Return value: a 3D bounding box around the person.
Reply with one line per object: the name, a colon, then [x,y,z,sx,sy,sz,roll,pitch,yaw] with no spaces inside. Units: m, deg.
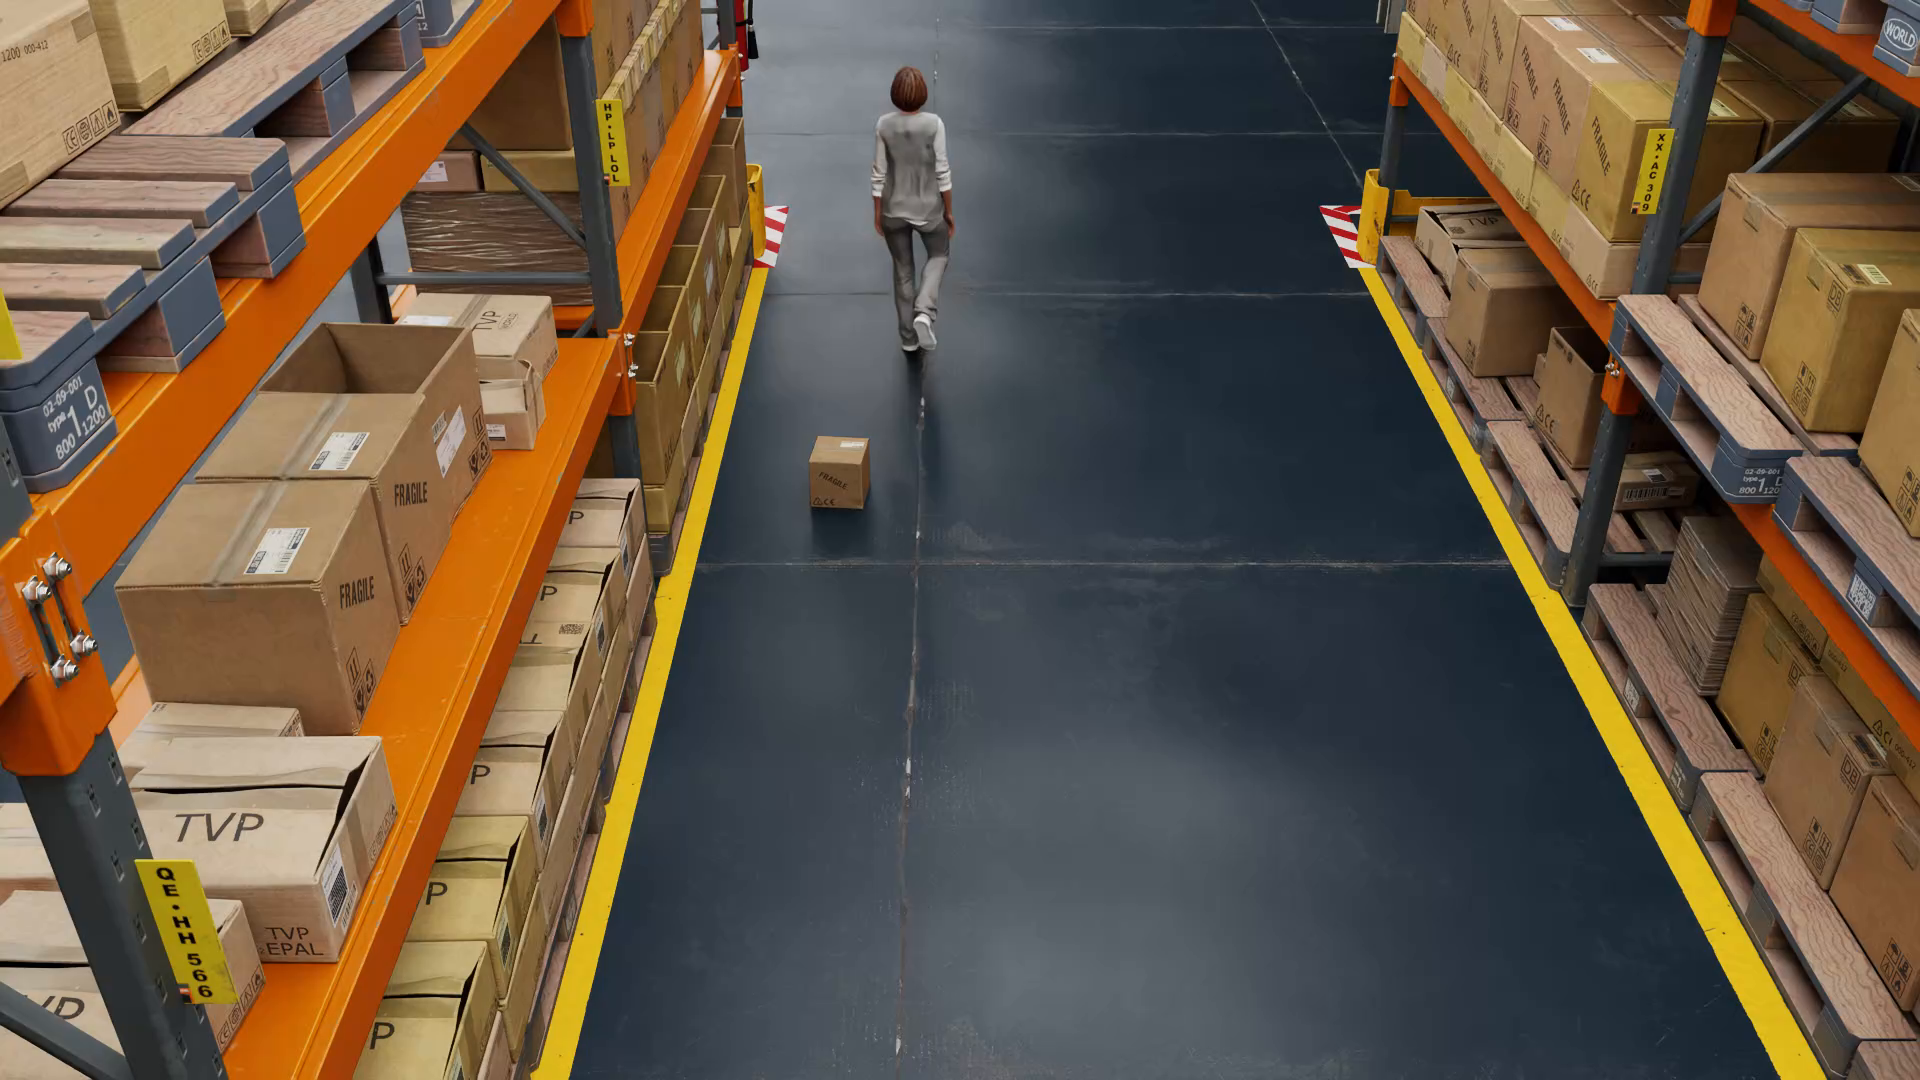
person: [-0.248,-1.725,8.886,0.448,1.565,0.465,2,32,4]
